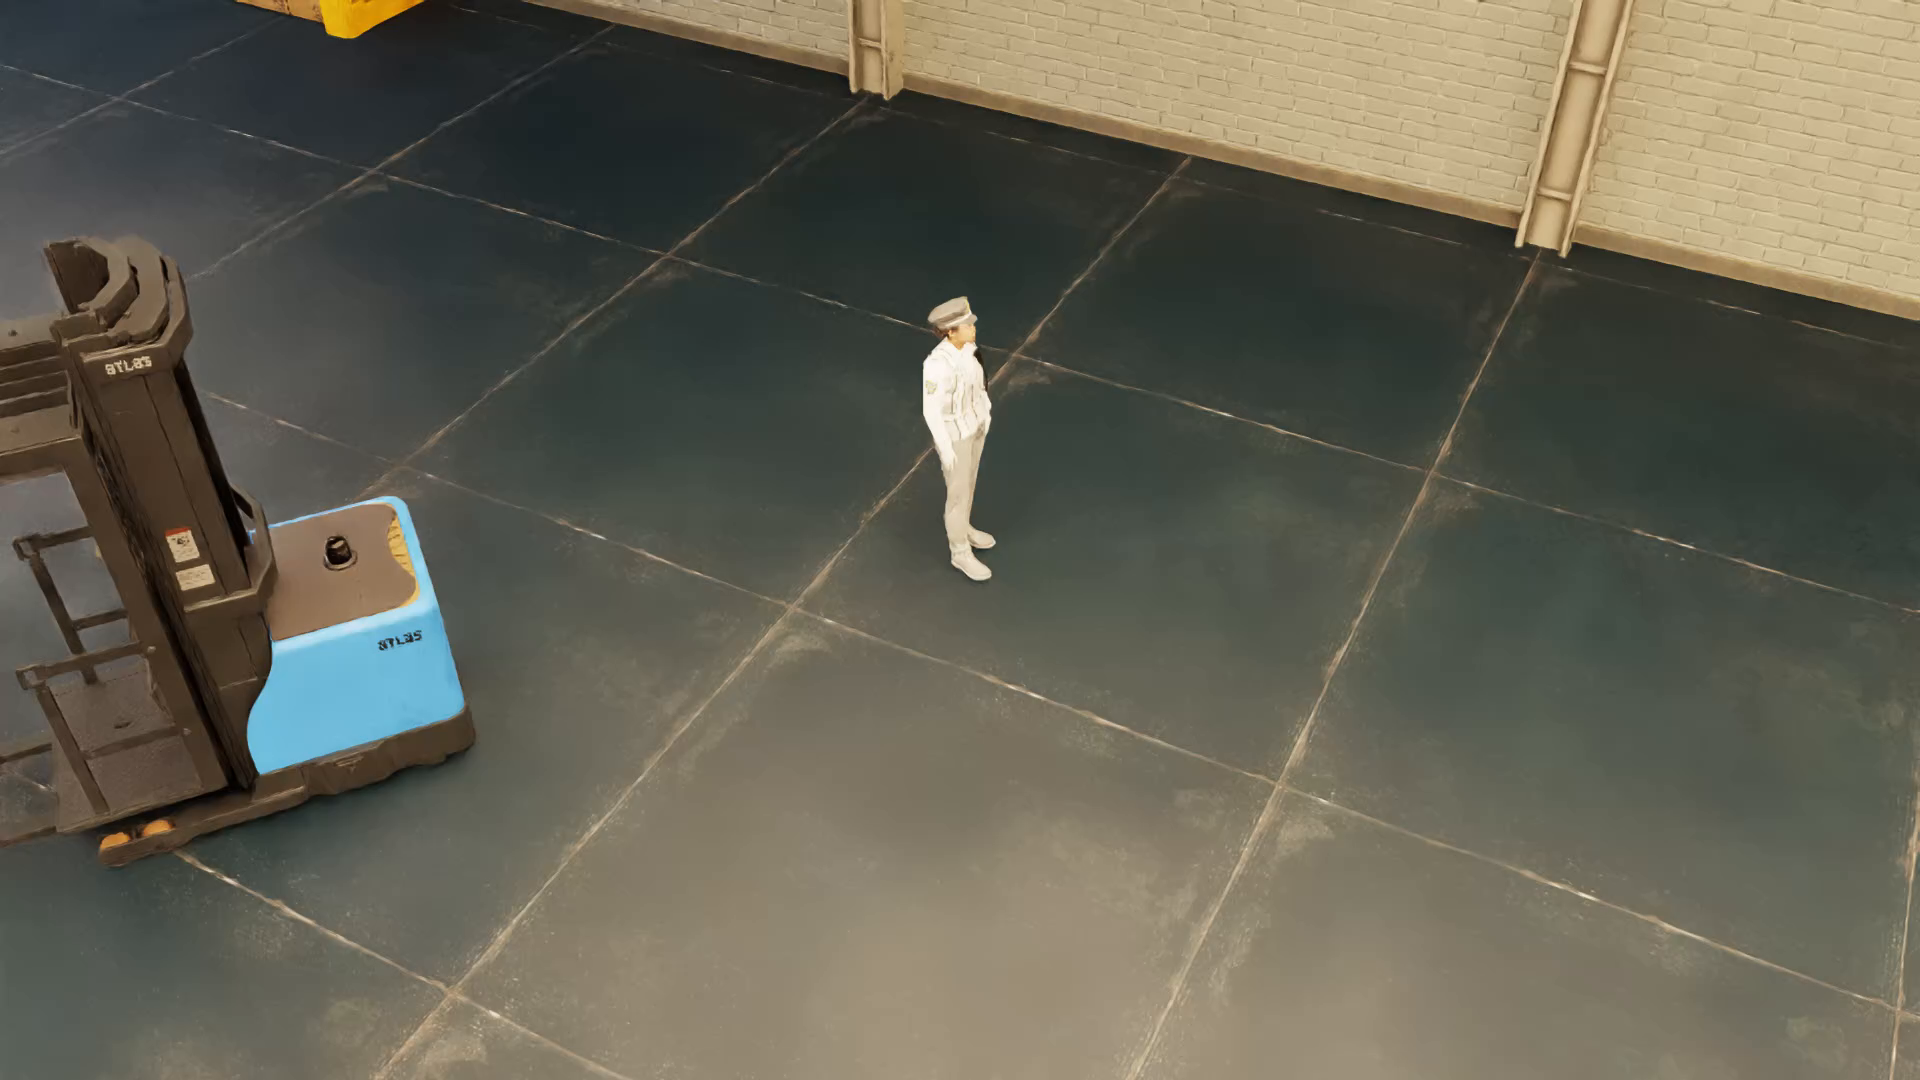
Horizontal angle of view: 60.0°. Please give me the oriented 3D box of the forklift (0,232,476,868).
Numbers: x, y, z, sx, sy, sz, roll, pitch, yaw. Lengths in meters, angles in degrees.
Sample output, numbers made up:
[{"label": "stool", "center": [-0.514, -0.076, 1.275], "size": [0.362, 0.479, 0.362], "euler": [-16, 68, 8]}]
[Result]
[{"label": "forklift", "center": [-4.155, 0.119, 7.845], "size": [3.031, 2.935, 1.130], "euler": [-16, 43, -18]}]

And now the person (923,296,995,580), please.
[{"label": "person", "center": [0.057, -0.630, 9.682], "size": [0.533, 1.695, 0.586], "euler": [18, 43, 21]}]
